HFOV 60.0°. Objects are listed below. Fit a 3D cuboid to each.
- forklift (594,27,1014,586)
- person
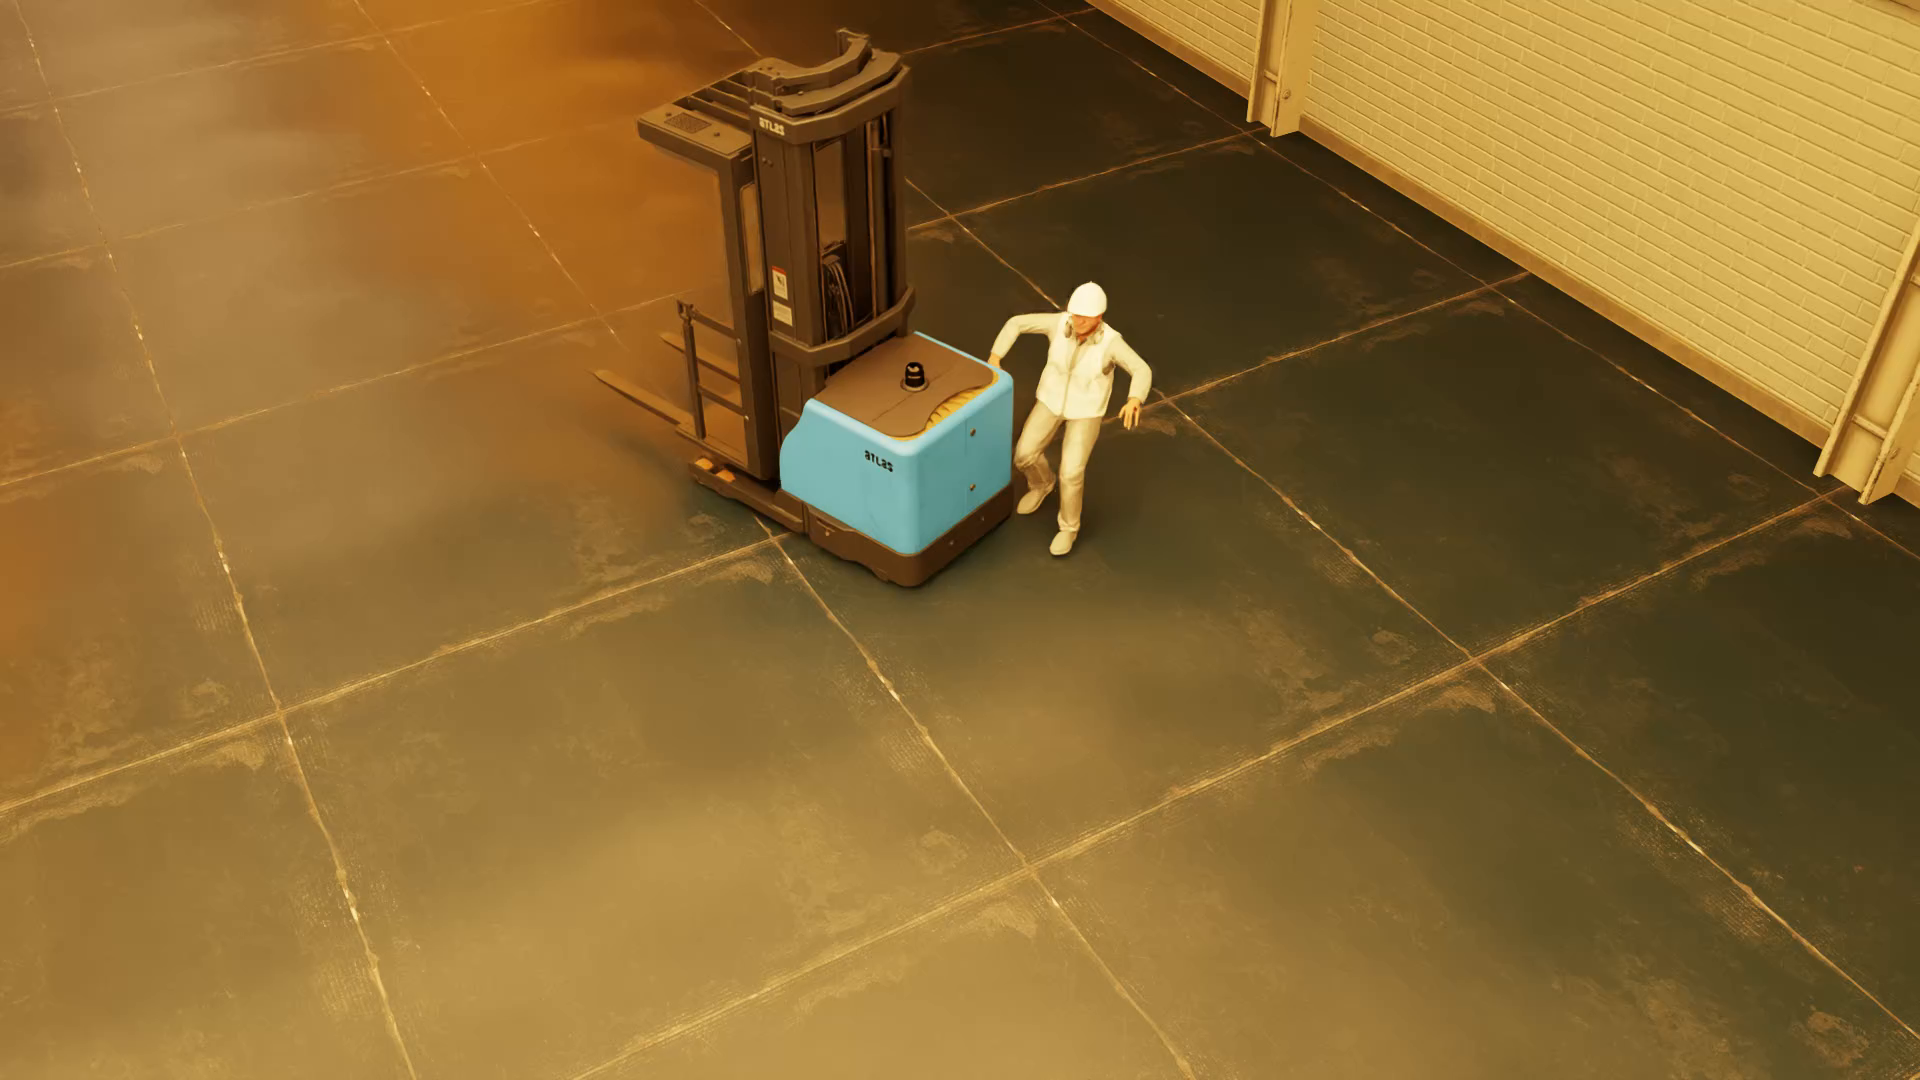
[{"bbox_3d":[-1.123,-1.641,10.015,3.031,2.935,1.130,28,47,29],"label":"forklift"},{"bbox_3d":[0.605,-0.753,10.028,1.064,1.559,0.865,13,41,15],"label":"person"}]
